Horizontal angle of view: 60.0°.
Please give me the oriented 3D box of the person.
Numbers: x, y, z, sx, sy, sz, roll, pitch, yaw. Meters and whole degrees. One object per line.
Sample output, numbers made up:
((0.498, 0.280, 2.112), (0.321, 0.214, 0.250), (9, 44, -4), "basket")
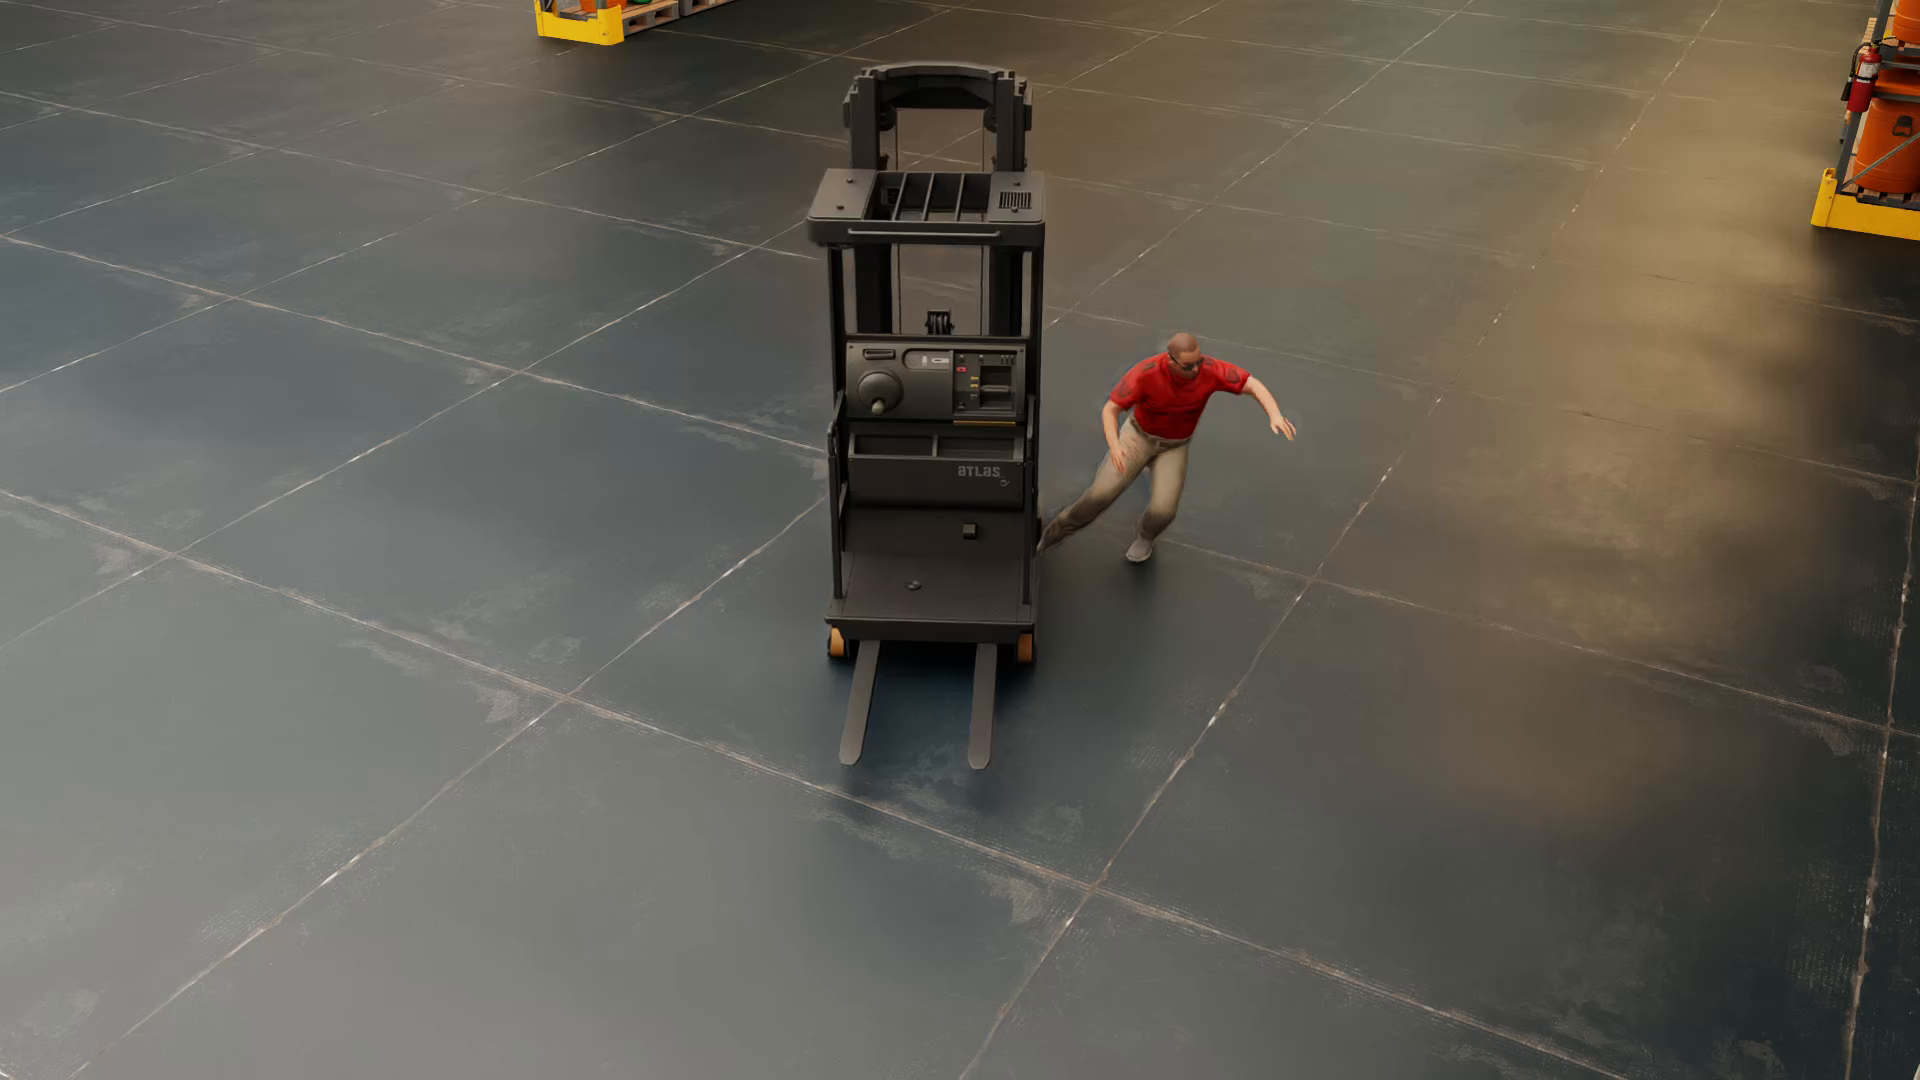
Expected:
((1.057, -0.471, 9.361), (1.441, 1.478, 0.852), (-3, 30, -5), "person")

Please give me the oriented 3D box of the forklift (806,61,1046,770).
((-0.134, -0.778, 8.419), (1.130, 2.935, 3.031), (2, 30, 3), "forklift")
